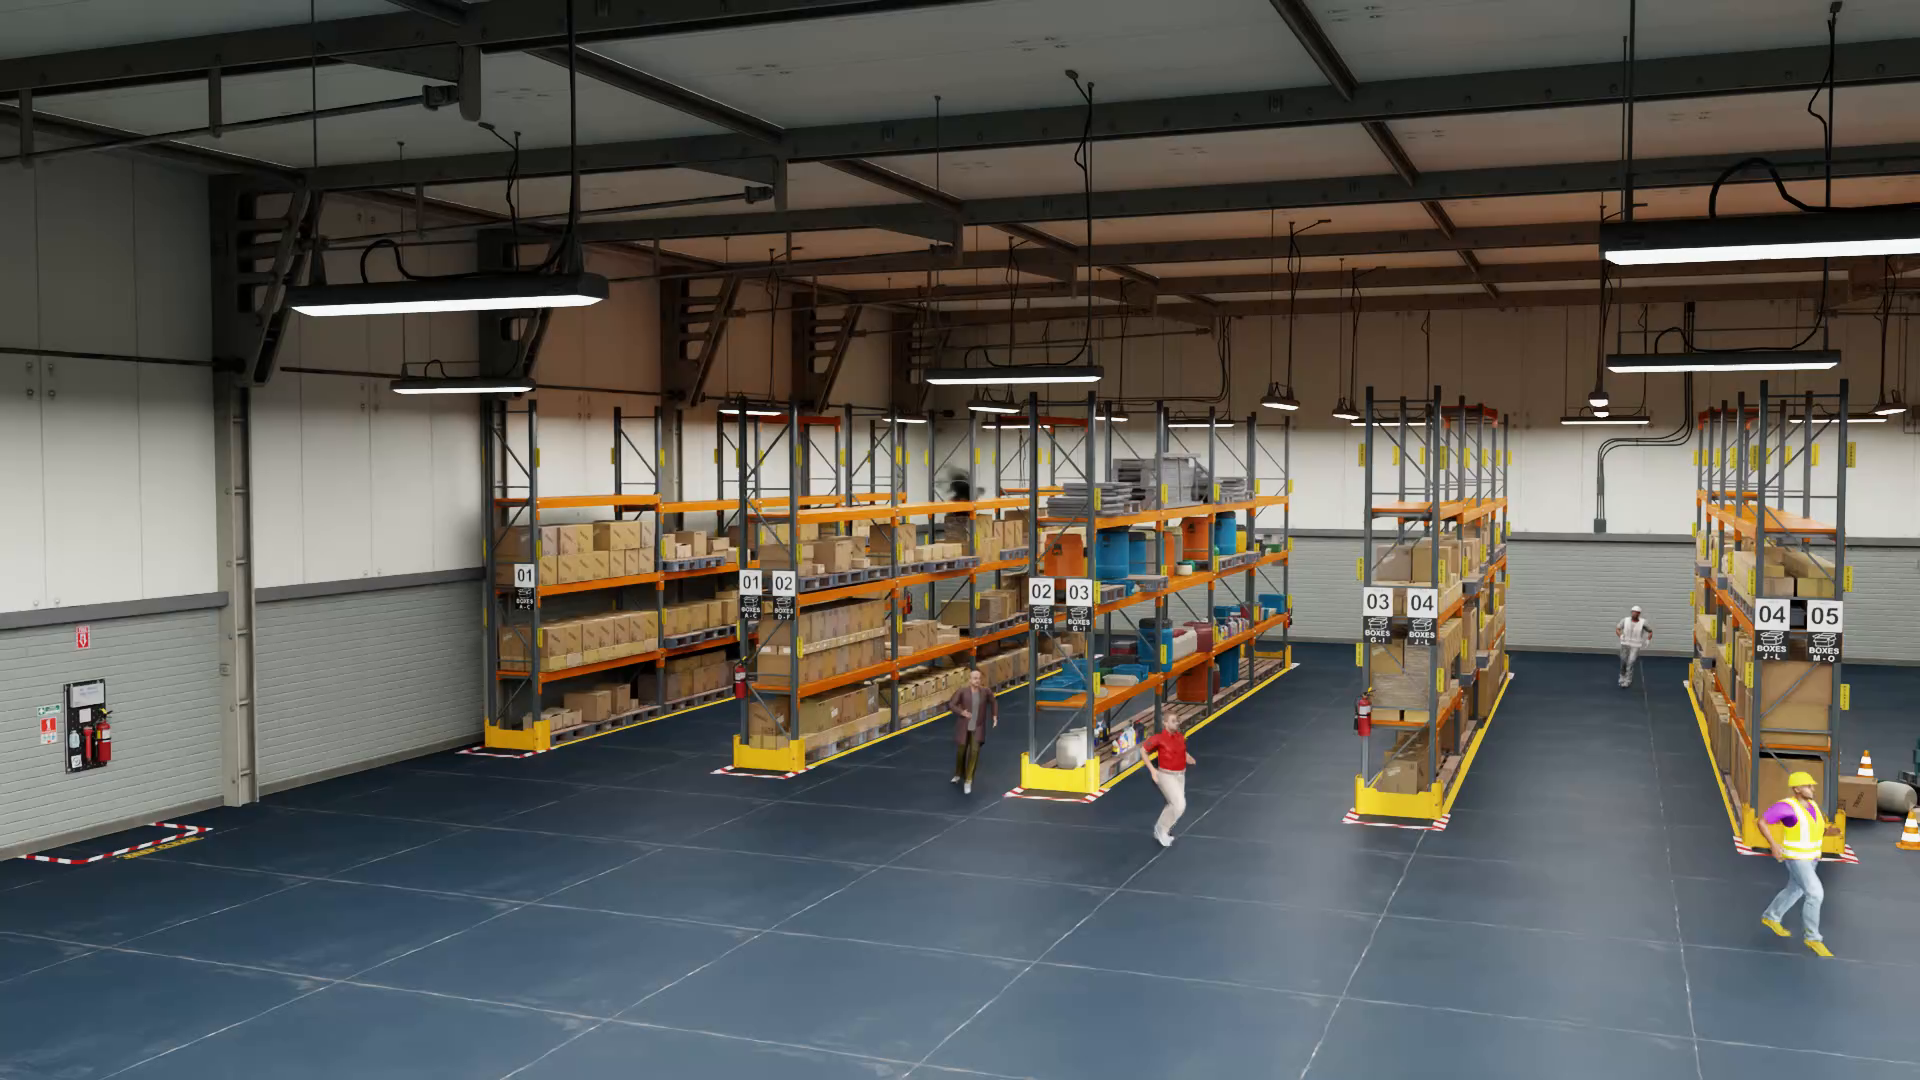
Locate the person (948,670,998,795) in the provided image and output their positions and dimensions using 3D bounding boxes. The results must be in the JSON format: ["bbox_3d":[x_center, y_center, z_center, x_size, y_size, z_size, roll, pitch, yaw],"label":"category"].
[{"bbox_3d":[0.203,2.884,25.118,0.768,1.812,0.809,0,3,-3],"label":"person"}]

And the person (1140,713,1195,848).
[{"bbox_3d":[2.740,3.092,21.399,0.637,1.719,0.682,-3,4,-45],"label":"person"}]

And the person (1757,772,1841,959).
[{"bbox_3d":[8.567,3.270,16.970,0.677,1.821,0.820,-2,3,-36],"label":"person"}]

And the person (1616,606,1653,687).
[{"bbox_3d":[14.673,2.317,36.210,0.749,1.756,0.927,1,3,22],"label":"person"}]
